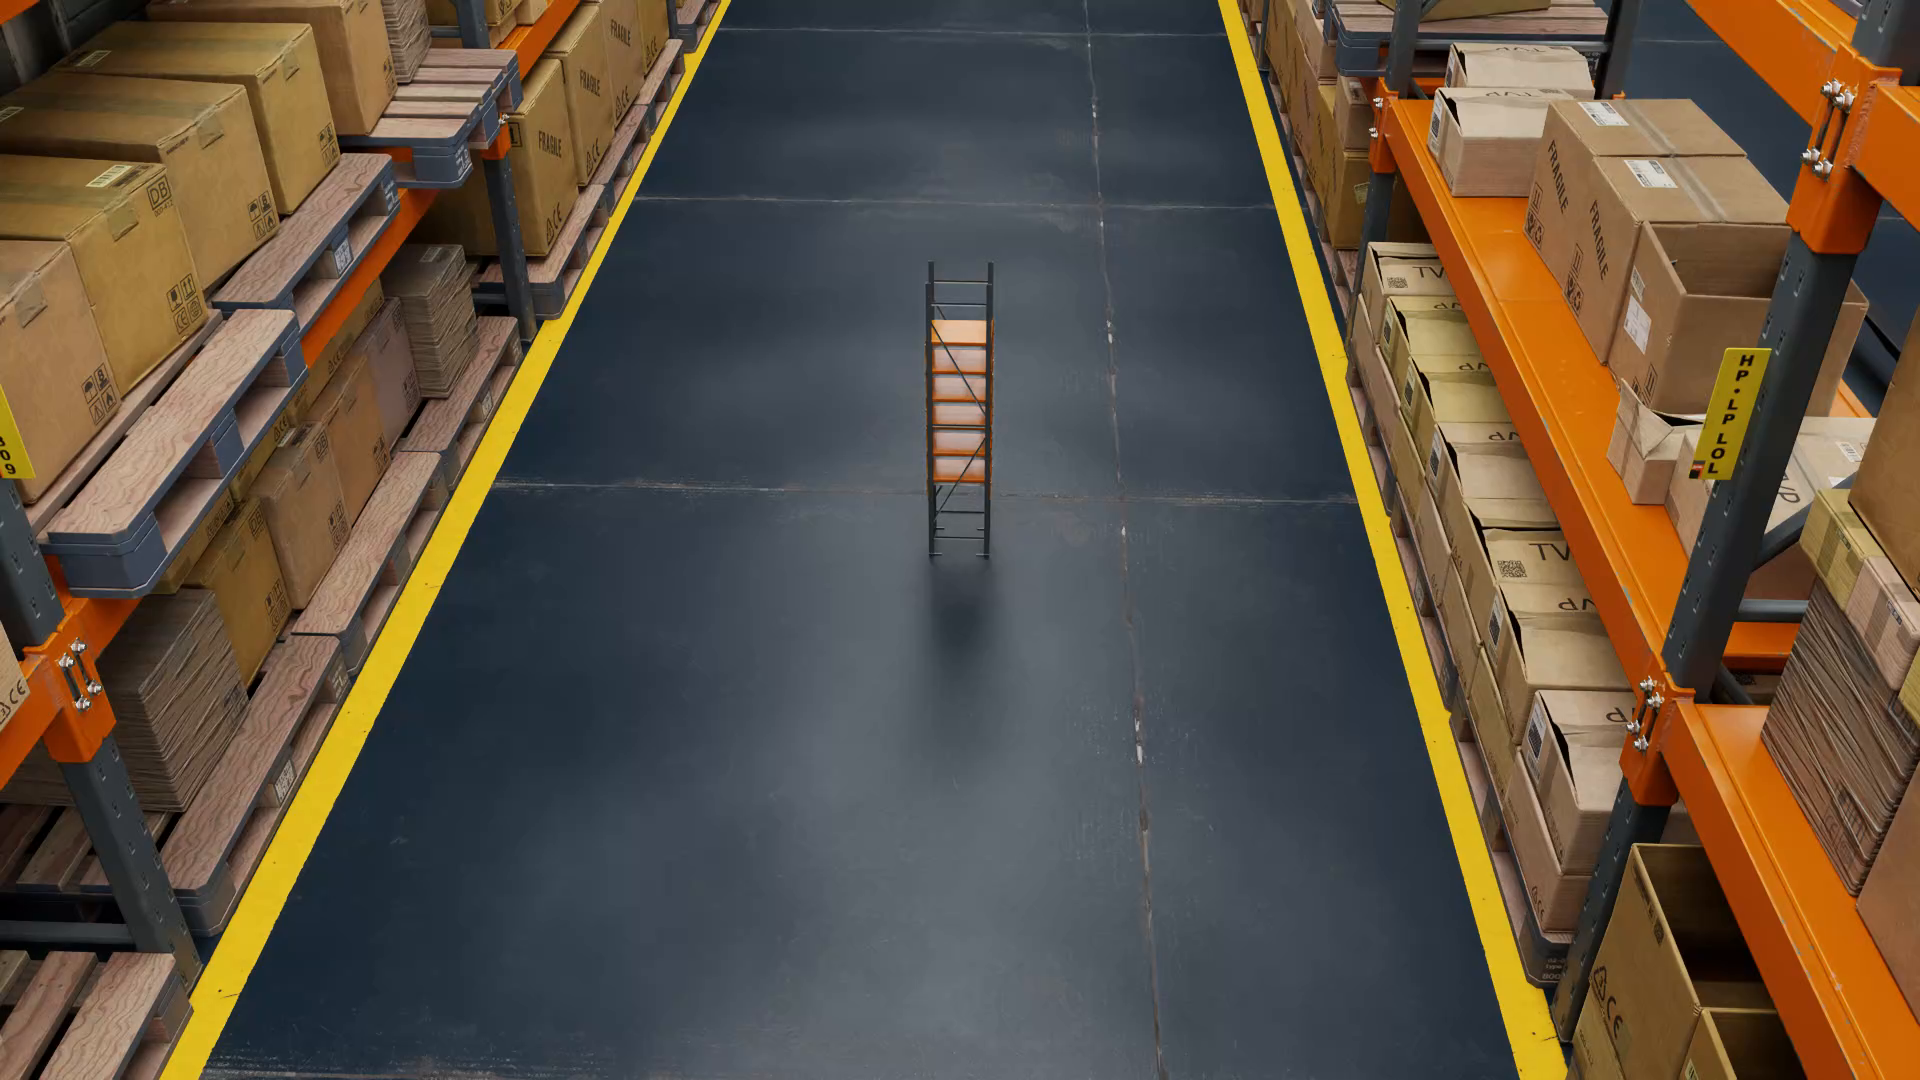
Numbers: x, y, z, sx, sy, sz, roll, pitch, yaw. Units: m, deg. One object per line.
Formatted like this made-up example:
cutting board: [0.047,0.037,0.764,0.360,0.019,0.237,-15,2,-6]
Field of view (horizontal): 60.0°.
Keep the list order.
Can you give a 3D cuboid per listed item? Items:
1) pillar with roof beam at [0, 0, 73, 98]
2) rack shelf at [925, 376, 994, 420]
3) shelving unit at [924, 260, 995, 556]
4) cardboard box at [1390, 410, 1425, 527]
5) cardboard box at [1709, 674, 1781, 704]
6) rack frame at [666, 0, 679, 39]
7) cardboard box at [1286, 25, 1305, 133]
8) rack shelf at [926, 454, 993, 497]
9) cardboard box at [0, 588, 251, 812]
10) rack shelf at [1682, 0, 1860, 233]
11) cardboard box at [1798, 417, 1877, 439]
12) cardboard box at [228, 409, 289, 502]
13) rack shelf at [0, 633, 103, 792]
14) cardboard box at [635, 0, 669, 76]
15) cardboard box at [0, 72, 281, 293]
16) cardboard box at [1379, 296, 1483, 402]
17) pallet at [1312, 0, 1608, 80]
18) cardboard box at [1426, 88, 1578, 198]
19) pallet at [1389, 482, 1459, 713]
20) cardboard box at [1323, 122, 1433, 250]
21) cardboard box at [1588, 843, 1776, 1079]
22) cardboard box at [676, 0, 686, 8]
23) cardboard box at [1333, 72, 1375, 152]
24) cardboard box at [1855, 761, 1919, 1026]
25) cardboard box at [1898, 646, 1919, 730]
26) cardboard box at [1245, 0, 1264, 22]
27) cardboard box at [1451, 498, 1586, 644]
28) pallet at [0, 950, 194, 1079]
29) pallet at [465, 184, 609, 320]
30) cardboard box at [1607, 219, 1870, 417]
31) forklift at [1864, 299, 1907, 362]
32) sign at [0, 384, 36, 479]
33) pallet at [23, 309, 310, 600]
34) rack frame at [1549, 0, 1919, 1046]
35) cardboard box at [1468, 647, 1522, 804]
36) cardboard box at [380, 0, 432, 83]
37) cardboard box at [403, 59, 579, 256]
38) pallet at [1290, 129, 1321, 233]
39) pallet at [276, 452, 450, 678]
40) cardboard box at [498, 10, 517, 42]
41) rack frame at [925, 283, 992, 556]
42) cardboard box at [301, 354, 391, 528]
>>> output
pillar with roof beam: [0.799,-3.858,4.414,9.100,9.000,0.400,1,35,2]
rack shelf: [-0.001,-0.544,6.350,0.258,0.103,0.180,1,35,2]
shelving unit: [-0.001,-0.483,6.393,0.258,1.200,0.189,1,35,2]
cardboard box: [2.015,-0.283,6.570,0.500,0.250,0.500,0,35,1]
cardboard box: [2.494,0.385,5.132,0.500,0.311,0.500,1,35,1]
rack frame: [-2.426,-4.528,10.585,1.000,3.000,0.127,1,35,2]
cardboard box: [2.223,-2.708,9.785,0.500,0.500,0.500,2,35,2]
rack shelf: [-0.001,-0.250,6.557,0.258,0.103,0.180,1,35,2]
cardboard box: [-2.734,0.487,5.239,0.700,0.500,0.500,2,35,3]
rack shelf: [2.283,-1.902,4.864,1.077,0.370,4.000,1,35,2]
cardboard box: [2.443,-0.222,4.675,0.380,0.149,0.250,1,35,2]
cardboard box: [-2.703,-0.372,5.809,0.500,0.250,0.500,0,35,1]
rack shelf: [-2.827,1.511,2.617,1.077,0.370,4.000,1,35,2]
cardboard box: [-2.322,-3.444,10.547,0.750,0.750,0.750,2,35,2]
cardboard box: [-2.668,-1.145,5.300,0.700,0.500,0.500,6,36,8]
cardboard box: [2.036,-0.798,6.816,0.500,0.311,0.500,1,35,1]
pallet: [2.321,-2.431,7.767,1.213,0.211,1.003,1,35,2]
cardboard box: [2.134,-1.572,6.456,0.500,0.311,0.500,1,35,1]
pallet: [2.240,0.194,6.290,1.003,0.211,1.213,1,35,2]
cardboard box: [2.166,-1.818,8.520,0.500,0.500,0.500,3,35,4]
cardboard box: [1.871,1.086,3.971,0.500,0.500,0.500,1,35,2]
cardboard box: [-2.293,-4.105,11.791,0.700,0.500,0.500,2,35,2]
cardboard box: [2.164,-2.157,8.350,0.500,0.250,0.500,3,35,4]
cardboard box: [2.177,0.697,3.062,0.700,0.500,0.500,1,35,1]
cardboard box: [1.980,0.316,3.040,0.380,0.149,0.250,0,35,1]
cardboard box: [2.264,-3.907,11.492,0.500,0.500,0.500,1,35,2]
cardboard box: [1.970,0.079,5.568,0.500,0.311,0.500,1,35,2]
pallet: [-2.739,1.595,4.296,1.003,0.211,1.213,1,35,2]
pallet: [-2.479,-1.541,8.759,1.003,0.211,1.213,1,35,2]
cardboard box: [2.271,-0.604,4.914,0.500,0.500,0.500,4,35,5]
forklift: [4.609,-1.303,6.056,1.130,2.935,3.031,1,35,1]
sign: [-2.205,-0.278,3.784,0.100,0.325,0.005,1,35,2]
pallet: [-2.571,-0.290,4.720,1.003,0.211,1.213,1,35,2]
rack frame: [2.203,0.180,3.885,1.000,3.000,0.127,1,35,2]
cardboard box: [1.952,0.598,5.317,0.500,0.250,0.500,1,35,1]
cardboard box: [-2.595,-2.181,6.775,0.700,0.500,0.500,-3,35,-4]
cardboard box: [-2.426,-1.942,8.409,0.750,0.750,0.750,1,35,1]
pallet: [2.483,-2.104,9.561,1.003,0.211,1.213,1,35,2]
pallet: [-2.671,0.059,6.483,1.003,0.211,1.213,1,35,2]
cardboard box: [-2.323,-2.464,7.849,0.380,0.149,0.250,2,35,3]
rack frame: [-0.004,-0.430,6.318,0.240,1.200,0.006,1,35,2]
cardboard box: [-2.692,-0.393,6.492,0.700,0.500,0.500,1,35,2]
